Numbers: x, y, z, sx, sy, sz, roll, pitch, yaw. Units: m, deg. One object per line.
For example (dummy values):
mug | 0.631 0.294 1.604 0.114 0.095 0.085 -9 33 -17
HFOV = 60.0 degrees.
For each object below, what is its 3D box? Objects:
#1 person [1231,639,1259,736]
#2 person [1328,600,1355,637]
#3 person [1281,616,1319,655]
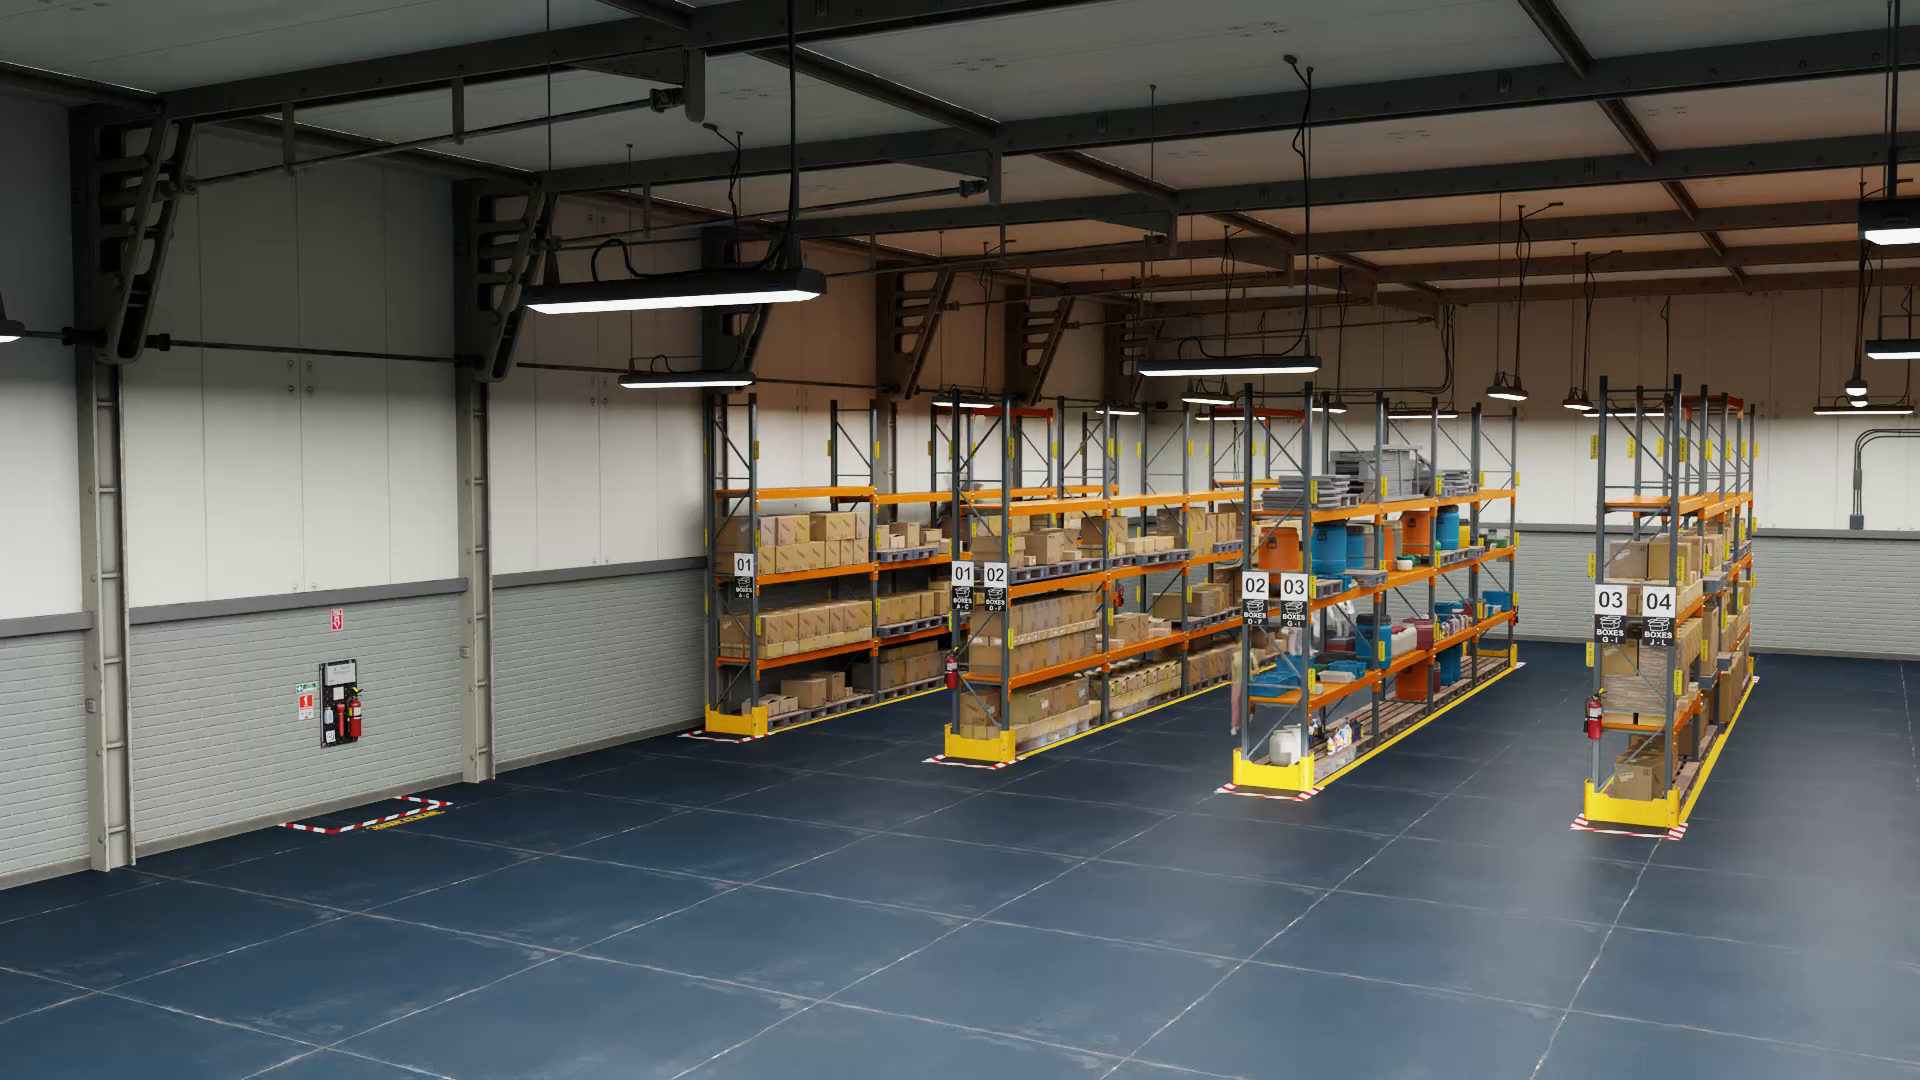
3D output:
person | 5.056 2.583 29.572 0.546 1.673 1.125 1 3 22
person | 9.218 1.989 40.186 0.624 1.707 0.826 1 3 13
person | 7.114 2.235 34.838 0.752 1.768 0.884 1 3 18
